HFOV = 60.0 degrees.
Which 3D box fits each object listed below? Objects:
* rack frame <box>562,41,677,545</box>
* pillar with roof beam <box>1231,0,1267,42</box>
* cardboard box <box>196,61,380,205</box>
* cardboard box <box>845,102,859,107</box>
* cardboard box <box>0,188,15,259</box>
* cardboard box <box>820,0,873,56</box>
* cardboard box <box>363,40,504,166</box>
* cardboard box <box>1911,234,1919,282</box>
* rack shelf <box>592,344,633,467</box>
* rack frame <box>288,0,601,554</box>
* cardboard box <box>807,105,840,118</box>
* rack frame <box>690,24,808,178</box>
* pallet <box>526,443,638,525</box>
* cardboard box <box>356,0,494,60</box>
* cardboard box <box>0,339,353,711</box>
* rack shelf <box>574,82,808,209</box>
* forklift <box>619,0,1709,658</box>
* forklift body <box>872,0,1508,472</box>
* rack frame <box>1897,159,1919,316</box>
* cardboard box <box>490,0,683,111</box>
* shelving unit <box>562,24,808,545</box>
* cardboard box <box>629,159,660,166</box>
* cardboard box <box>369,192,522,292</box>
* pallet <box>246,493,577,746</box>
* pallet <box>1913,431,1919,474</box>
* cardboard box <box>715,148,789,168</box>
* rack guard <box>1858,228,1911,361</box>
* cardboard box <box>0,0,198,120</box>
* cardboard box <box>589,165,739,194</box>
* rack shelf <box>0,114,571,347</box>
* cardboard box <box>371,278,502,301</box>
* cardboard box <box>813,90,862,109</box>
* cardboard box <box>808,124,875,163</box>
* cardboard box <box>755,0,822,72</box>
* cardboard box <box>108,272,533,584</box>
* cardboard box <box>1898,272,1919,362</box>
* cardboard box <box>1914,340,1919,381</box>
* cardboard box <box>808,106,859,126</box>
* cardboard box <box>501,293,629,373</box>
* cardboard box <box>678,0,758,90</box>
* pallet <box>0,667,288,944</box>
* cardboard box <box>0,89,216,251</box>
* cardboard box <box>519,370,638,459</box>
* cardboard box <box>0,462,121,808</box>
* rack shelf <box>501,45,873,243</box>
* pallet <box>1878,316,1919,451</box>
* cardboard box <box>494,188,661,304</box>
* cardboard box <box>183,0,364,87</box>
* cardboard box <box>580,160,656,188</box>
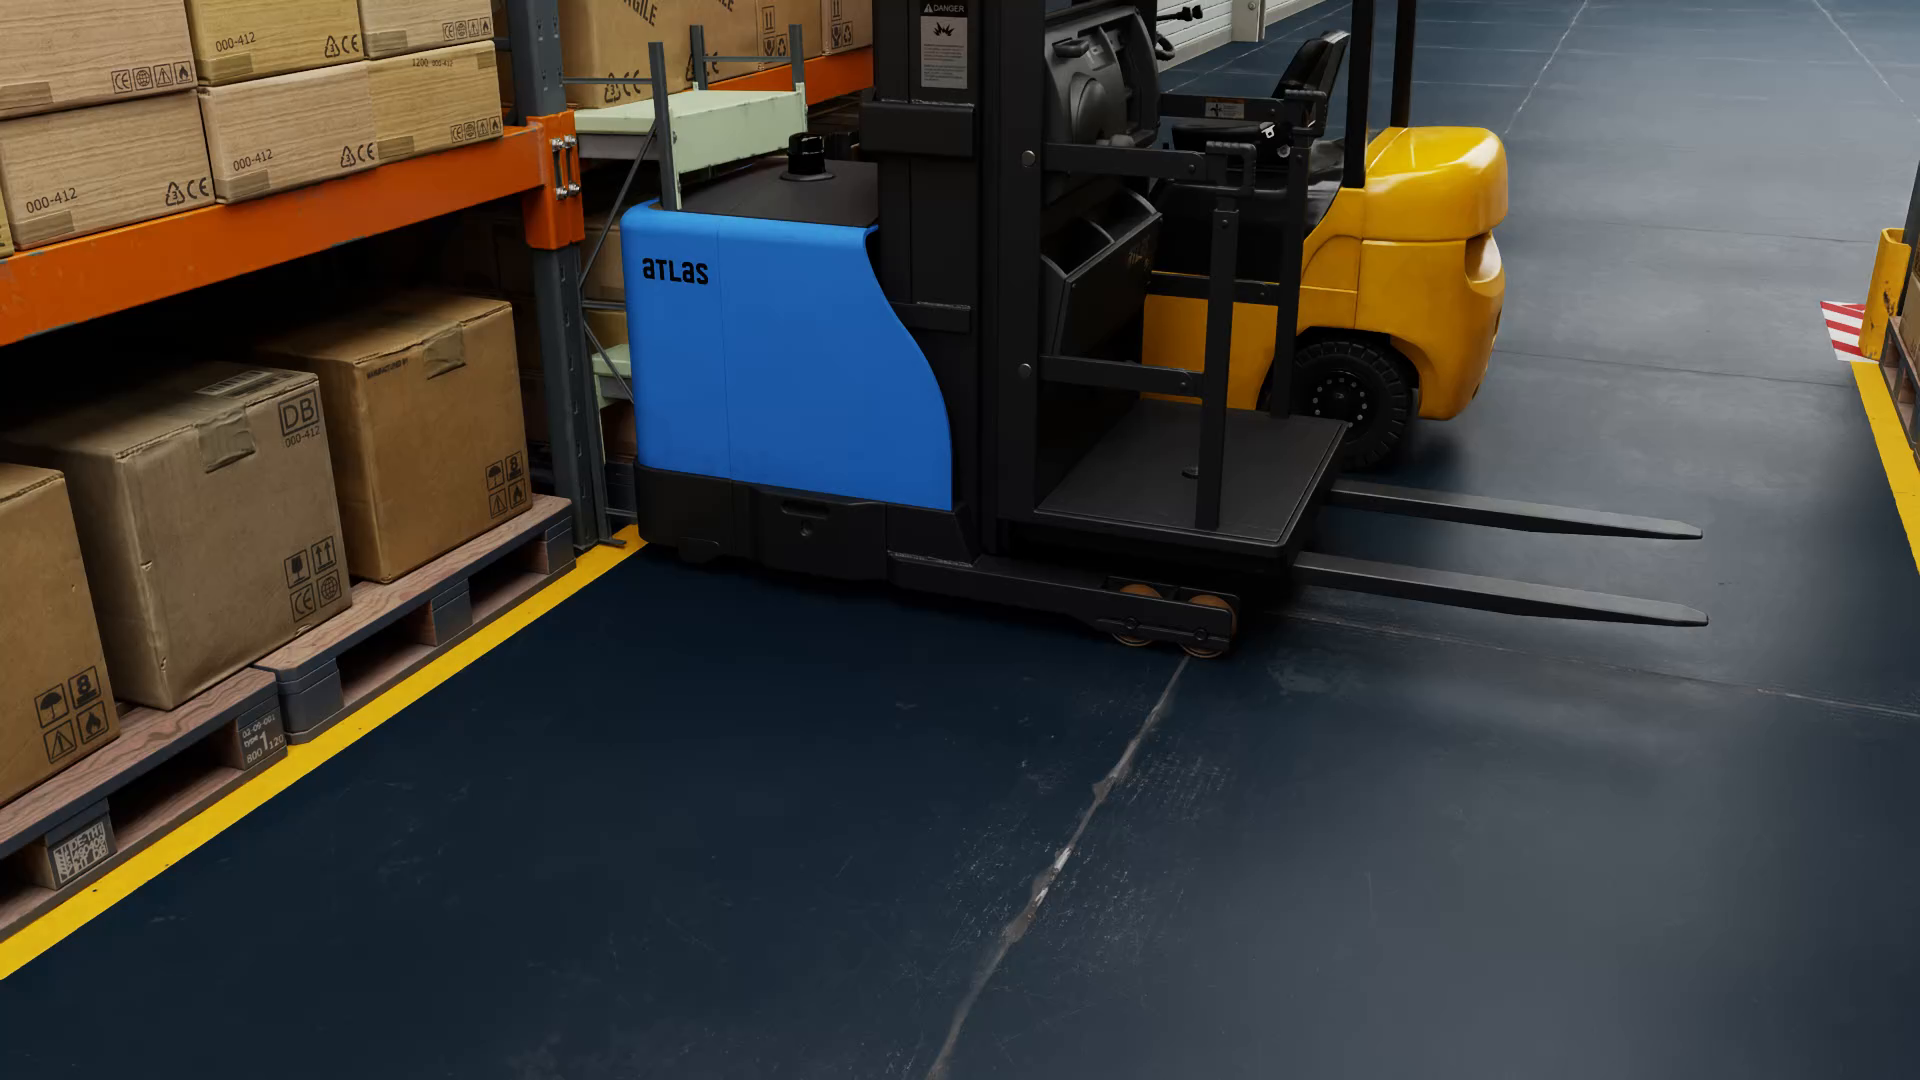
[{"bbox_3d":[-0.968,-0.676,4.865,0.400,1.500,0.023,8,22,25],"label":"rack frame"},{"bbox_3d":[7.239,-9.193,15.584,9.100,9.000,0.400,9,24,20],"label":"pillar with roof beam"},{"bbox_3d":[-1.731,-0.968,3.870,0.500,0.250,0.500,9,24,20],"label":"cardboard box"},{"bbox_3d":[-0.185,-1.861,7.538,0.500,0.250,0.500,9,24,21],"label":"cardboard box"},{"bbox_3d":[-2.129,-0.609,3.011,0.500,0.250,0.500,10,25,22],"label":"cardboard box"},{"bbox_3d":[-0.627,-2.150,6.377,0.500,0.500,0.500,9,24,20],"label":"cardboard box"},{"bbox_3d":[-1.550,-1.149,4.303,0.500,0.250,0.500,9,24,21],"label":"cardboard box"},{"bbox_3d":[3.925,-1.171,6.212,0.500,0.500,0.500,8,24,18],"label":"cardboard box"},{"bbox_3d":[-0.798,-0.490,5.284,0.431,0.370,0.720,8,22,25],"label":"rack shelf"},{"bbox_3d":[-1.606,-1.436,4.795,1.000,3.000,0.127,9,24,20],"label":"rack frame"},{"bbox_3d":[-0.852,-1.752,7.278,0.500,0.250,0.500,9,24,20],"label":"cardboard box"},{"bbox_3d":[-0.649,-0.915,5.478,0.400,1.500,0.023,8,22,25],"label":"rack frame"},{"bbox_3d":[-1.271,-0.428,6.000,1.003,0.211,1.213,9,24,20],"label":"pallet"},{"bbox_3d":[-1.551,-1.385,4.220,0.500,0.250,0.500,8,24,19],"label":"cardboard box"},{"bbox_3d":[-2.084,-0.069,4.059,0.875,0.625,0.625,9,24,20],"label":"cardboard box"},{"bbox_3d":[-0.822,-1.161,5.036,0.431,0.370,0.720,8,22,25],"label":"rack shelf"},{"bbox_3d":[0.582,-1.266,4.477,3.031,2.935,1.130,8,24,19],"label":"forklift"},{"bbox_3d":[0.870,-1.536,6.136,2.313,2.155,1.214,9,24,20],"label":"forklift body"},{"bbox_3d":[4.490,-2.158,6.524,1.000,3.000,0.127,9,24,20],"label":"rack frame"},{"bbox_3d":[-1.198,-1.603,5.067,0.500,0.500,0.500,8,24,19],"label":"cardboard box"},{"bbox_3d":[-0.809,-0.795,5.171,0.431,1.500,0.755,8,22,25],"label":"shelving unit"},{"bbox_3d":[-1.228,-1.388,6.408,0.500,0.250,0.500,9,24,20],"label":"cardboard box"},{"bbox_3d":[-1.602,-1.026,5.540,0.500,0.250,0.500,9,24,21],"label":"cardboard box"},{"bbox_3d":[-1.843,0.120,4.688,1.003,0.211,1.213,9,24,20],"label":"pallet"},{"bbox_3d":[3.673,-0.123,5.271,1.003,0.211,1.213,9,24,20],"label":"pallet"},{"bbox_3d":[-0.761,-1.312,6.223,0.500,0.250,0.500,10,25,22],"label":"cardboard box"},{"bbox_3d":[4.462,-0.977,6.941,1.175,0.500,0.348,9,24,20],"label":"rack guard"},{"bbox_3d":[-1.930,-1.018,3.341,0.500,0.250,0.500,9,24,21],"label":"cardboard box"},{"bbox_3d":[-0.935,-1.132,5.793,0.500,0.250,0.500,9,24,20],"label":"cardboard box"},{"bbox_3d":[-2.348,-0.388,3.221,1.077,0.370,4.000,9,24,20],"label":"rack shelf"},{"bbox_3d":[-1.615,-0.795,5.635,0.500,0.250,0.500,8,24,19],"label":"cardboard box"},{"bbox_3d":[-0.656,-1.929,7.702,0.500,0.250,0.500,9,24,20],"label":"cardboard box"},{"bbox_3d":[-0.559,-1.498,6.671,0.500,0.250,0.500,8,24,19],"label":"cardboard box"},{"bbox_3d":[-0.833,-1.973,5.953,0.500,0.500,0.500,9,24,20],"label":"cardboard box"},{"bbox_3d":[-1.789,-0.345,4.721,0.875,0.625,0.625,10,25,22],"label":"cardboard box"},{"bbox_3d":[3.934,-0.834,6.377,0.500,0.250,0.500,9,24,20],"label":"cardboard box"},{"bbox_3d":[3.737,-0.652,5.942,0.500,0.250,0.500,10,25,22],"label":"cardboard box"},{"bbox_3d":[-0.364,-1.679,7.102,0.500,0.250,0.500,9,24,21],"label":"cardboard box"},{"bbox_3d":[-1.139,-0.720,5.457,0.500,0.250,0.500,9,24,20],"label":"cardboard box"},{"bbox_3d":[-1.020,-1.792,5.519,0.500,0.500,0.500,9,24,21],"label":"cardboard box"},{"bbox_3d":[-2.295,0.558,3.640,1.003,0.211,1.213,9,24,20],"label":"pallet"},{"bbox_3d":[-1.944,-0.795,3.455,0.500,0.250,0.500,9,24,20],"label":"cardboard box"},{"bbox_3d":[-1.118,-0.486,5.545,0.500,0.250,0.500,9,24,21],"label":"cardboard box"},{"bbox_3d":[-2.362,0.200,3.414,0.875,0.625,0.625,8,24,18],"label":"cardboard box"},{"bbox_3d":[-0.863,-1.819,6.648,1.077,0.370,4.000,9,24,20],"label":"rack shelf"},{"bbox_3d":[4.127,-0.558,6.313,1.003,0.211,1.213,9,24,20],"label":"pallet"},{"bbox_3d":[-1.135,-0.950,5.359,0.500,0.250,0.500,8,24,19],"label":"cardboard box"},{"bbox_3d":[-1.735,-1.200,3.776,0.500,0.250,0.500,8,24,19],"label":"cardboard box"},{"bbox_3d":[-1.428,-1.209,5.979,0.500,0.250,0.500,8,24,19],"label":"cardboard box"}]
